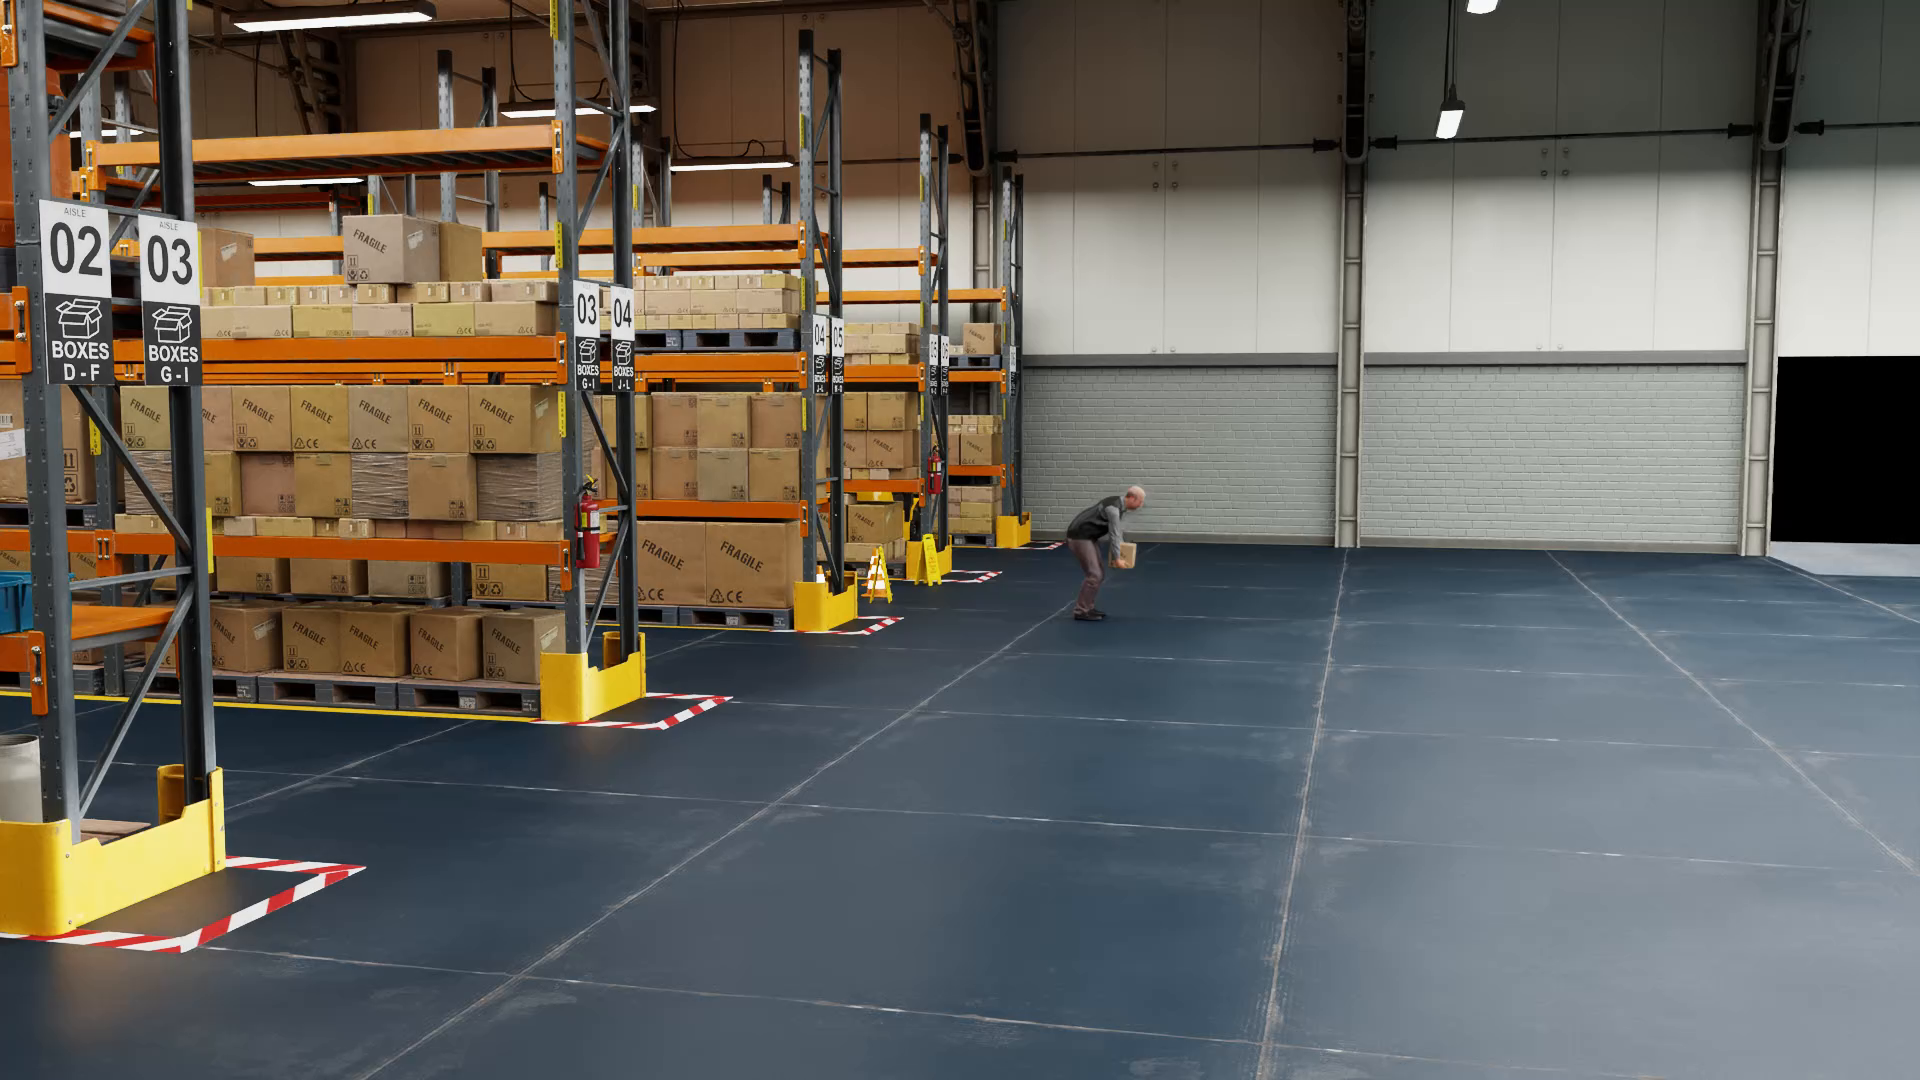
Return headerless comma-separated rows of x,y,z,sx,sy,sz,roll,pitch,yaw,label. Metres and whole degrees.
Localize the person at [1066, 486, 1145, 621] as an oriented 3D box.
1.560,0.136,17.791,0.832,1.434,0.472,1,5,12,person
